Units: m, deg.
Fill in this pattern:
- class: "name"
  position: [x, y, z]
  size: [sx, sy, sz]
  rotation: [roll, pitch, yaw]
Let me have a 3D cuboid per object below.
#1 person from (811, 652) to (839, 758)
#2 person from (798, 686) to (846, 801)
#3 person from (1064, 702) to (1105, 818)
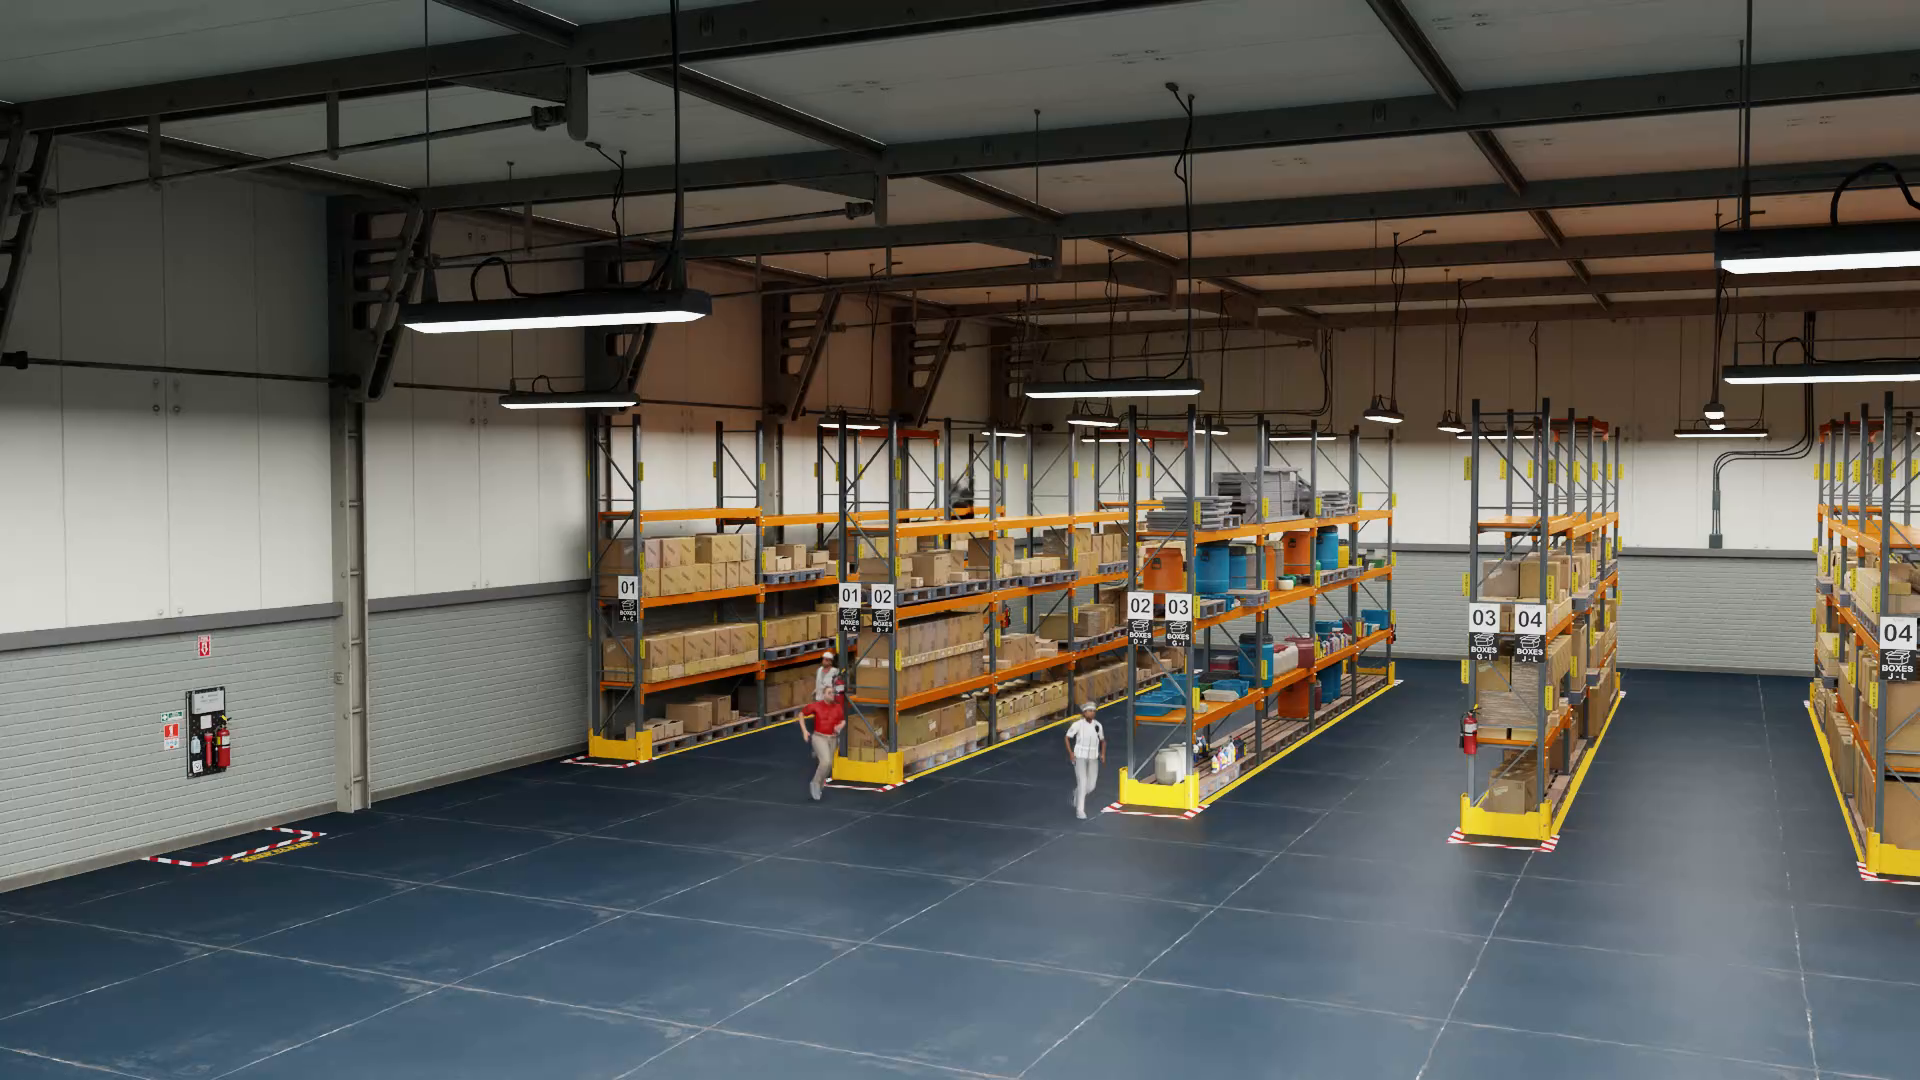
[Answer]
- class: "person"
  position: [-2.345, 2.879, 29.335]
  size: [0.656, 1.823, 0.854]
  rotation: [1, 3, 21]
- class: "person"
  position: [-2.060, 3.114, 25.523]
  size: [0.661, 1.725, 0.651]
  rotation: [-2, 3, -41]
- class: "person"
  position: [1.843, 3.191, 24.265]
  size: [0.623, 1.666, 0.547]
  rotation: [-1, 2, -13]
